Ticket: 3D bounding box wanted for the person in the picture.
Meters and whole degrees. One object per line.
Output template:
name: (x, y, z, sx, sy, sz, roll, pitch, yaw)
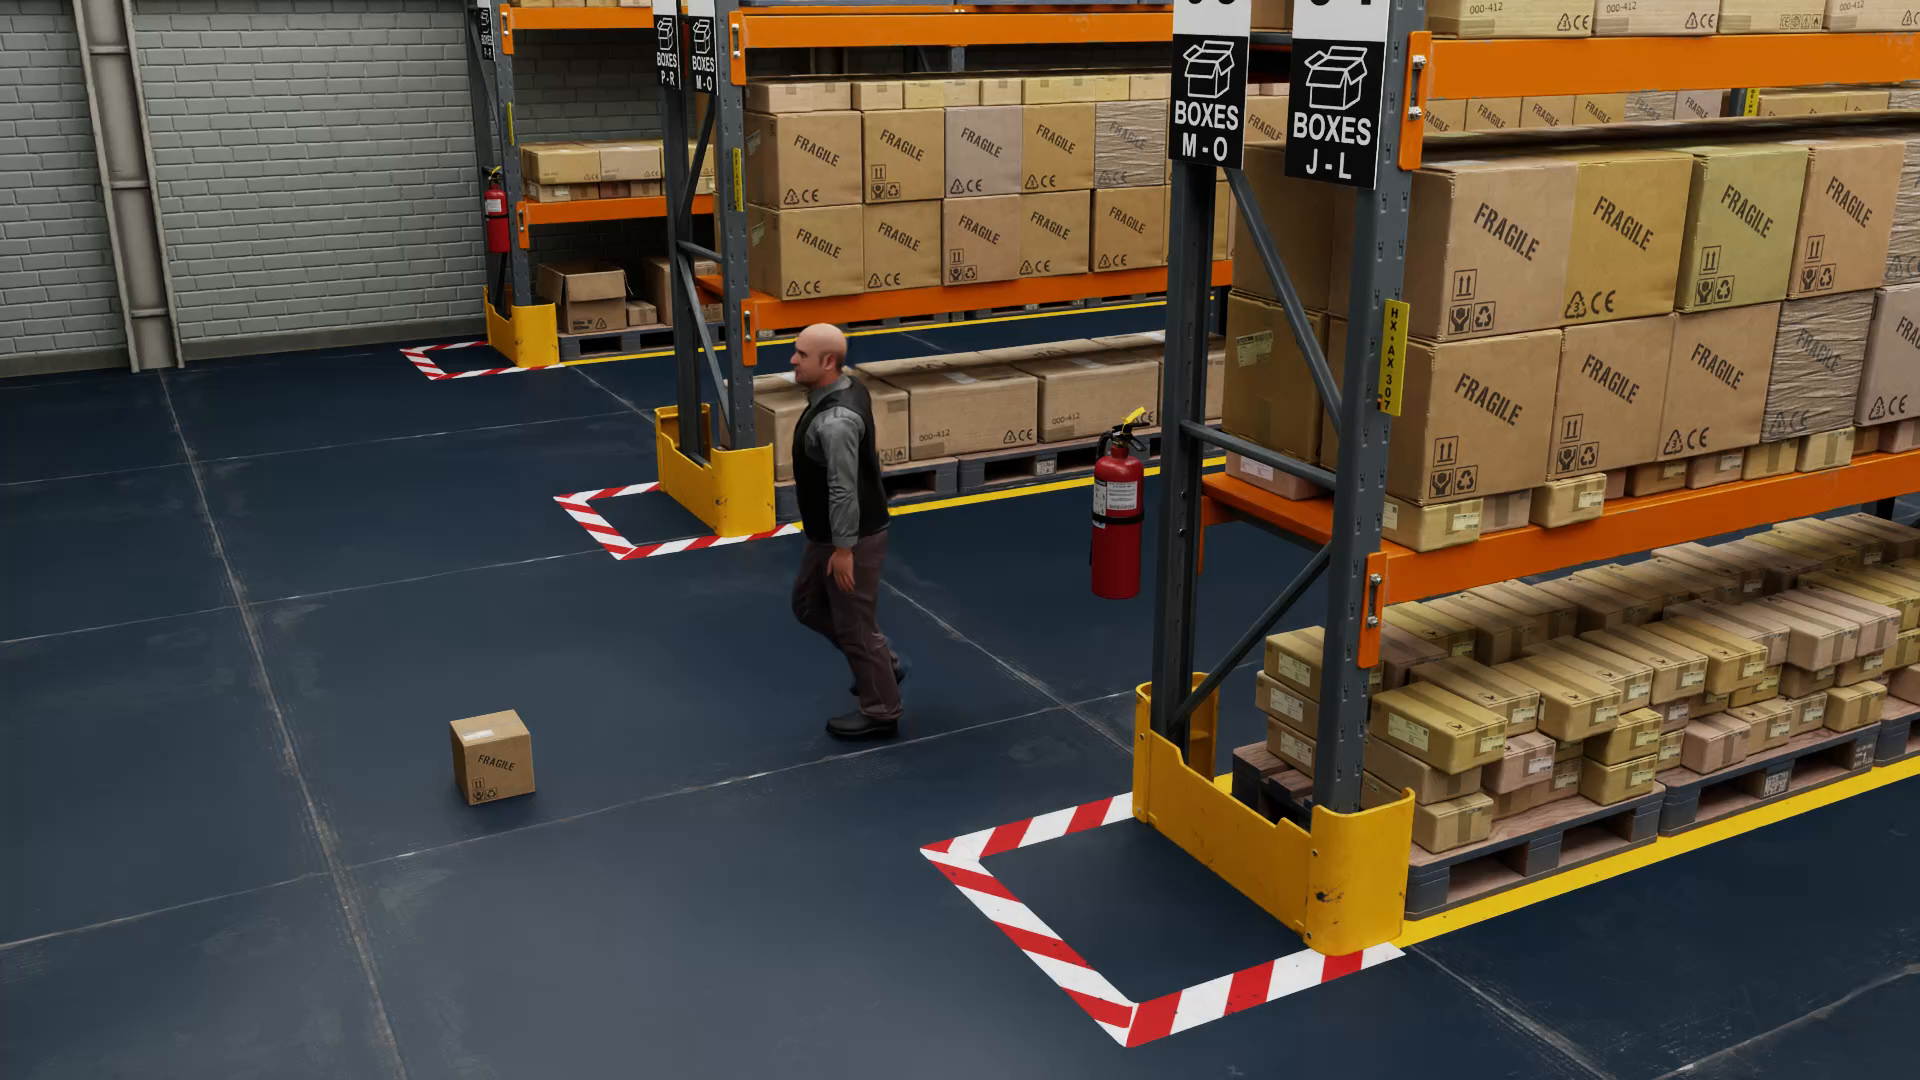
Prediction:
person: (-0.450, -0.022, 6.622, 0.469, 1.711, 0.568, -2, 18, -5)
